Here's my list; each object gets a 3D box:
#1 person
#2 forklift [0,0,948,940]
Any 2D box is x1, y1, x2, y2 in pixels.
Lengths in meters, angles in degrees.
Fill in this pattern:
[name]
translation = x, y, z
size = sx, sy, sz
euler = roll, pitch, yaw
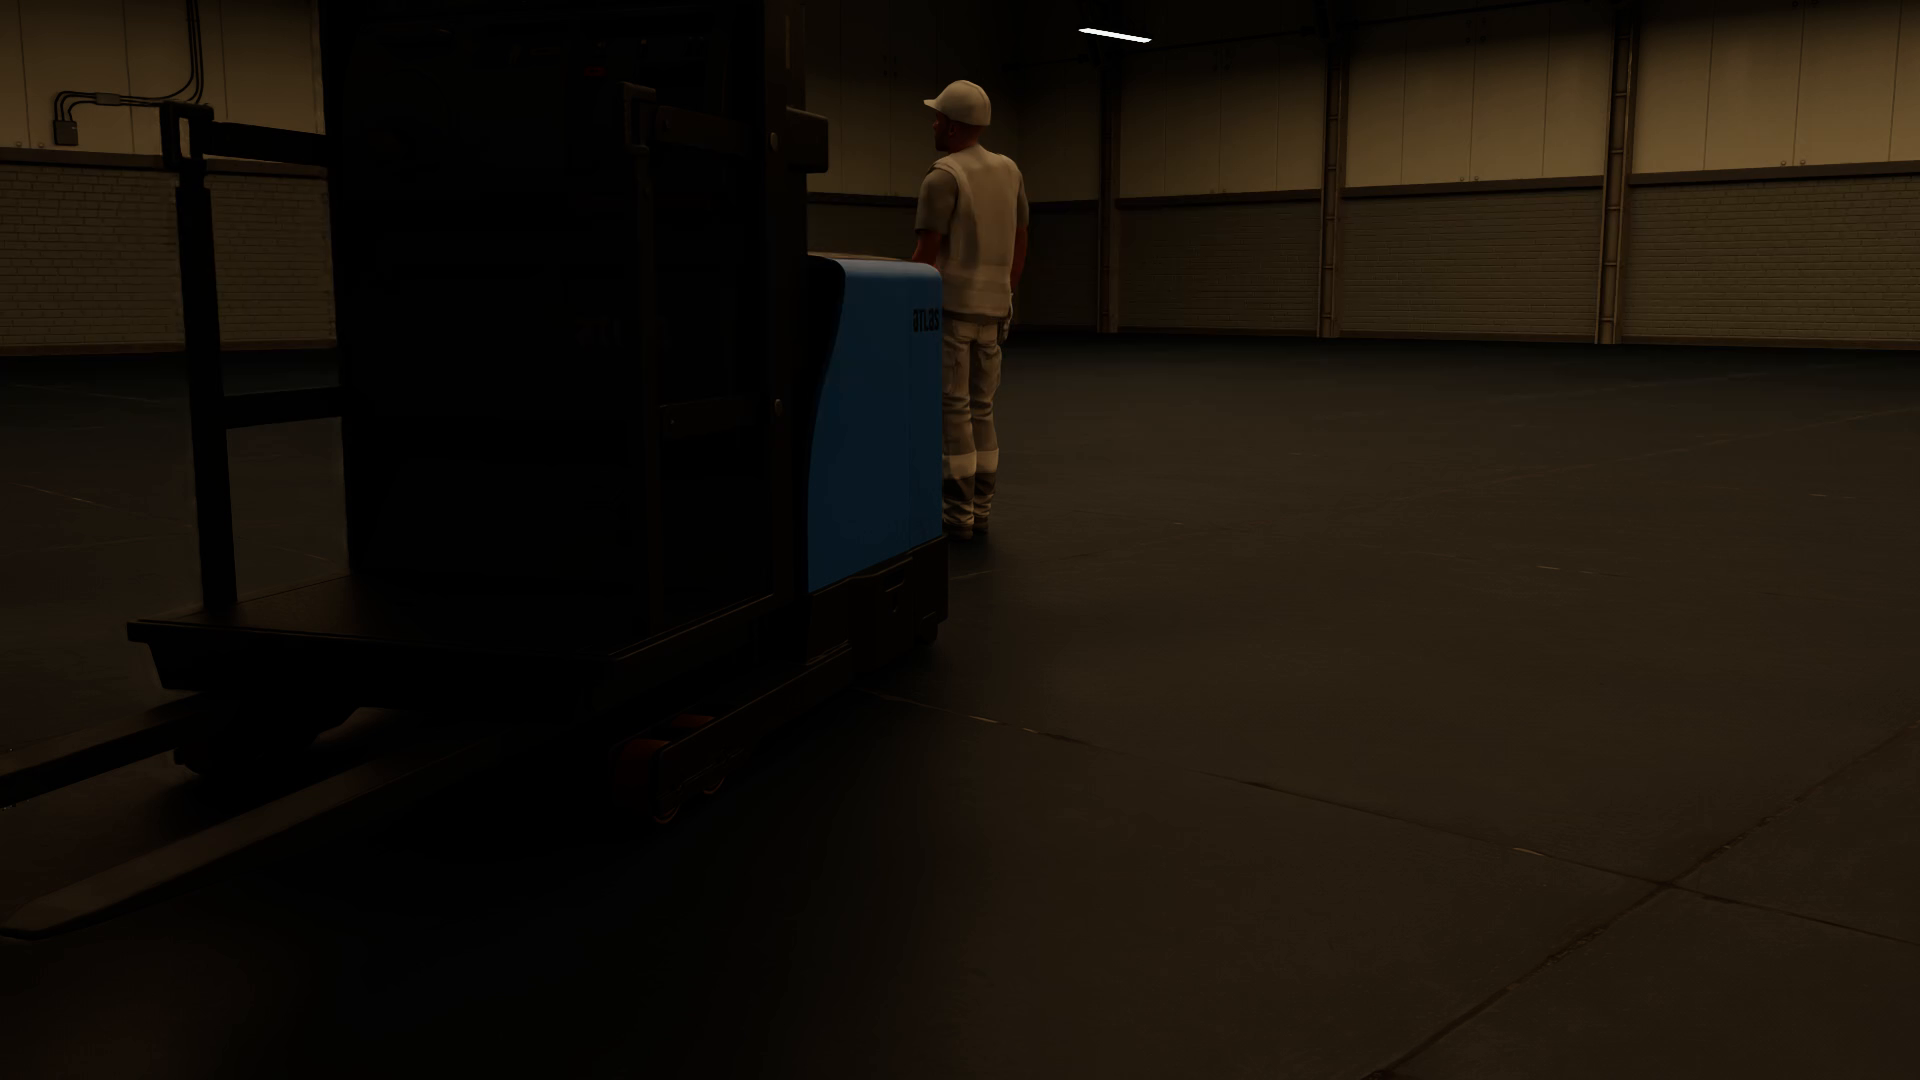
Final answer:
[person]
translation = -0.049, -0.902, 6.647
size = 0.563, 1.788, 0.638
euler = 8, 12, 43
[forklift]
translation = -0.973, -0.977, 3.362
size = 1.130, 2.935, 3.031
euler = 3, 9, 18
